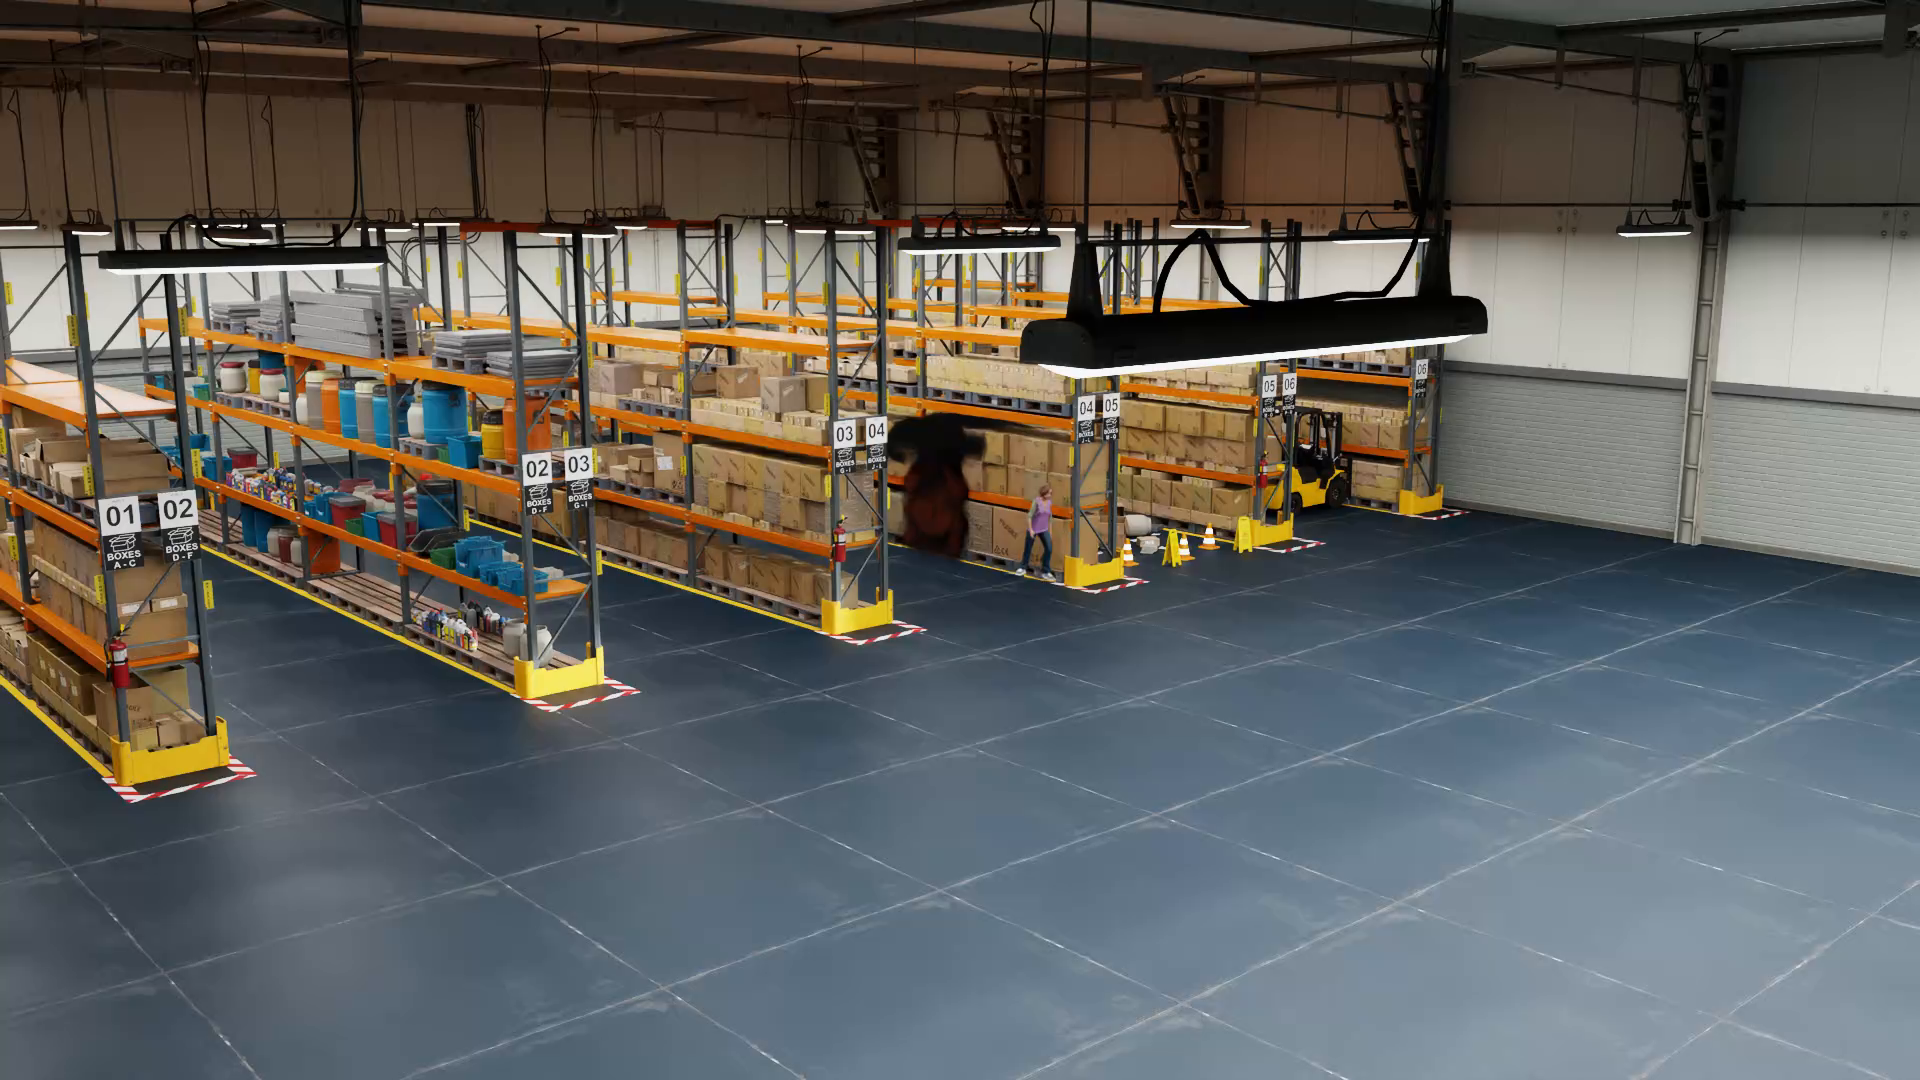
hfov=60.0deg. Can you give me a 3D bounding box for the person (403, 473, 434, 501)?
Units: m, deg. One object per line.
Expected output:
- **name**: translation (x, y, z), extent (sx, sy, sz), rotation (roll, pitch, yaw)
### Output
- **person**: translation (-9.527, -0.361, 29.409), extent (0.743, 1.705, 0.661), rotation (7, 13, 31)

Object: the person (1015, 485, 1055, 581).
- **person**: translation (1.234, -0.138, 27.161), extent (0.558, 1.582, 0.605), rotation (-6, 13, -27)

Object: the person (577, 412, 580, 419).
- **person**: translation (-8.650, -2.071, 37.891), extent (0.630, 1.735, 0.772), rotation (-9, 14, -37)
